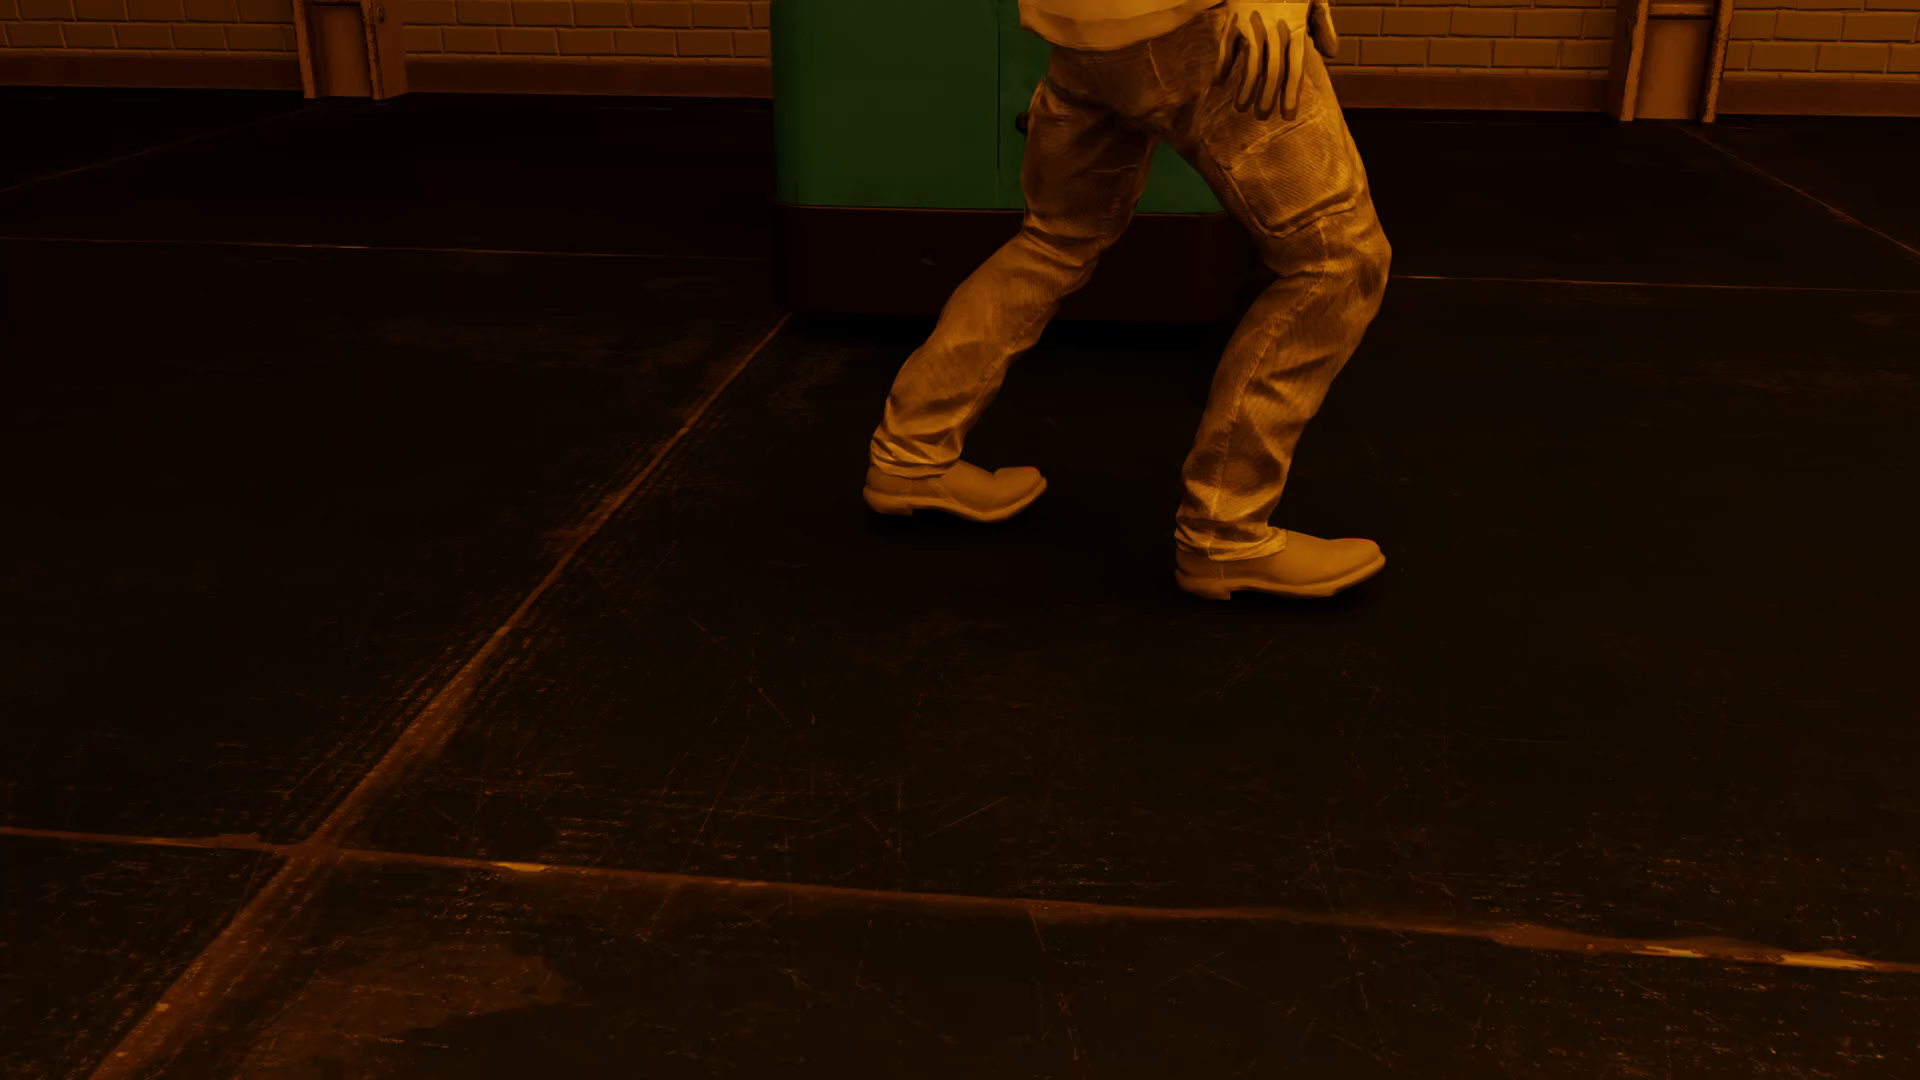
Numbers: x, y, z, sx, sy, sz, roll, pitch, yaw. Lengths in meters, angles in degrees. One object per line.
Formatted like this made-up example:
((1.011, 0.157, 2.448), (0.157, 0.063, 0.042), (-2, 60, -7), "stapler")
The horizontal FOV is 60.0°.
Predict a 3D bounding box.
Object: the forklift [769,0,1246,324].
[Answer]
((0.255, -2.348, 4.585), (1.130, 2.935, 3.031), (2, 22, 6), "forklift")

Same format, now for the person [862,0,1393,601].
((0.341, -0.741, 2.294), (0.870, 1.665, 0.790), (-6, 23, -16), "person")
